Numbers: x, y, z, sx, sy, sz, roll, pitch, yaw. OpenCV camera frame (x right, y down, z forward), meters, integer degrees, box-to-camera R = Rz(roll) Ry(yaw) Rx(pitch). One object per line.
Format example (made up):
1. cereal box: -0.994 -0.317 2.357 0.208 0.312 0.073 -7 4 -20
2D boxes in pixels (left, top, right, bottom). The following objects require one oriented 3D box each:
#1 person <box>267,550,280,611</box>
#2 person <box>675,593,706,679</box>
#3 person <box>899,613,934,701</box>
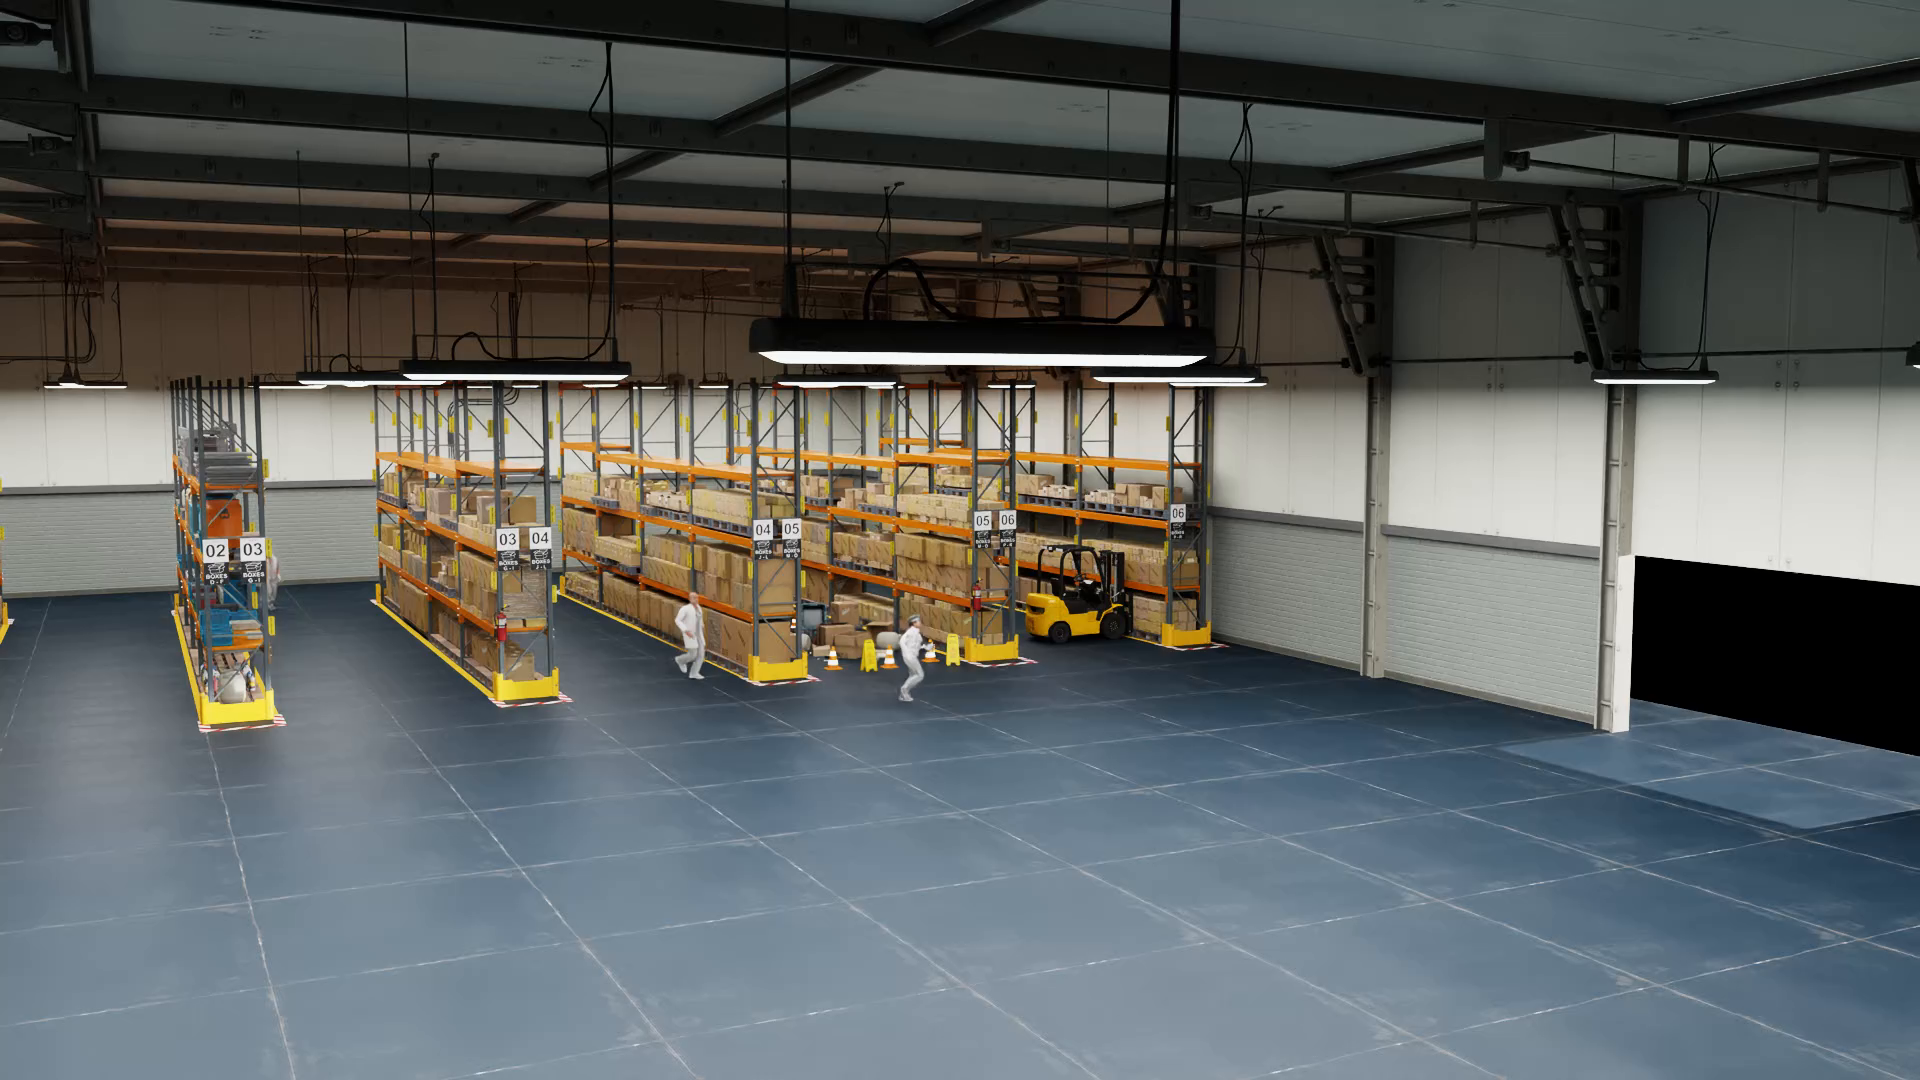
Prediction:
1. person: -18.078 1.042 43.491 0.805 1.685 0.669 3 6 34
2. person: -5.395 1.908 33.261 0.755 1.732 0.728 4 6 38
3. person: -0.825 2.170 30.705 0.629 1.638 0.619 1 5 11
